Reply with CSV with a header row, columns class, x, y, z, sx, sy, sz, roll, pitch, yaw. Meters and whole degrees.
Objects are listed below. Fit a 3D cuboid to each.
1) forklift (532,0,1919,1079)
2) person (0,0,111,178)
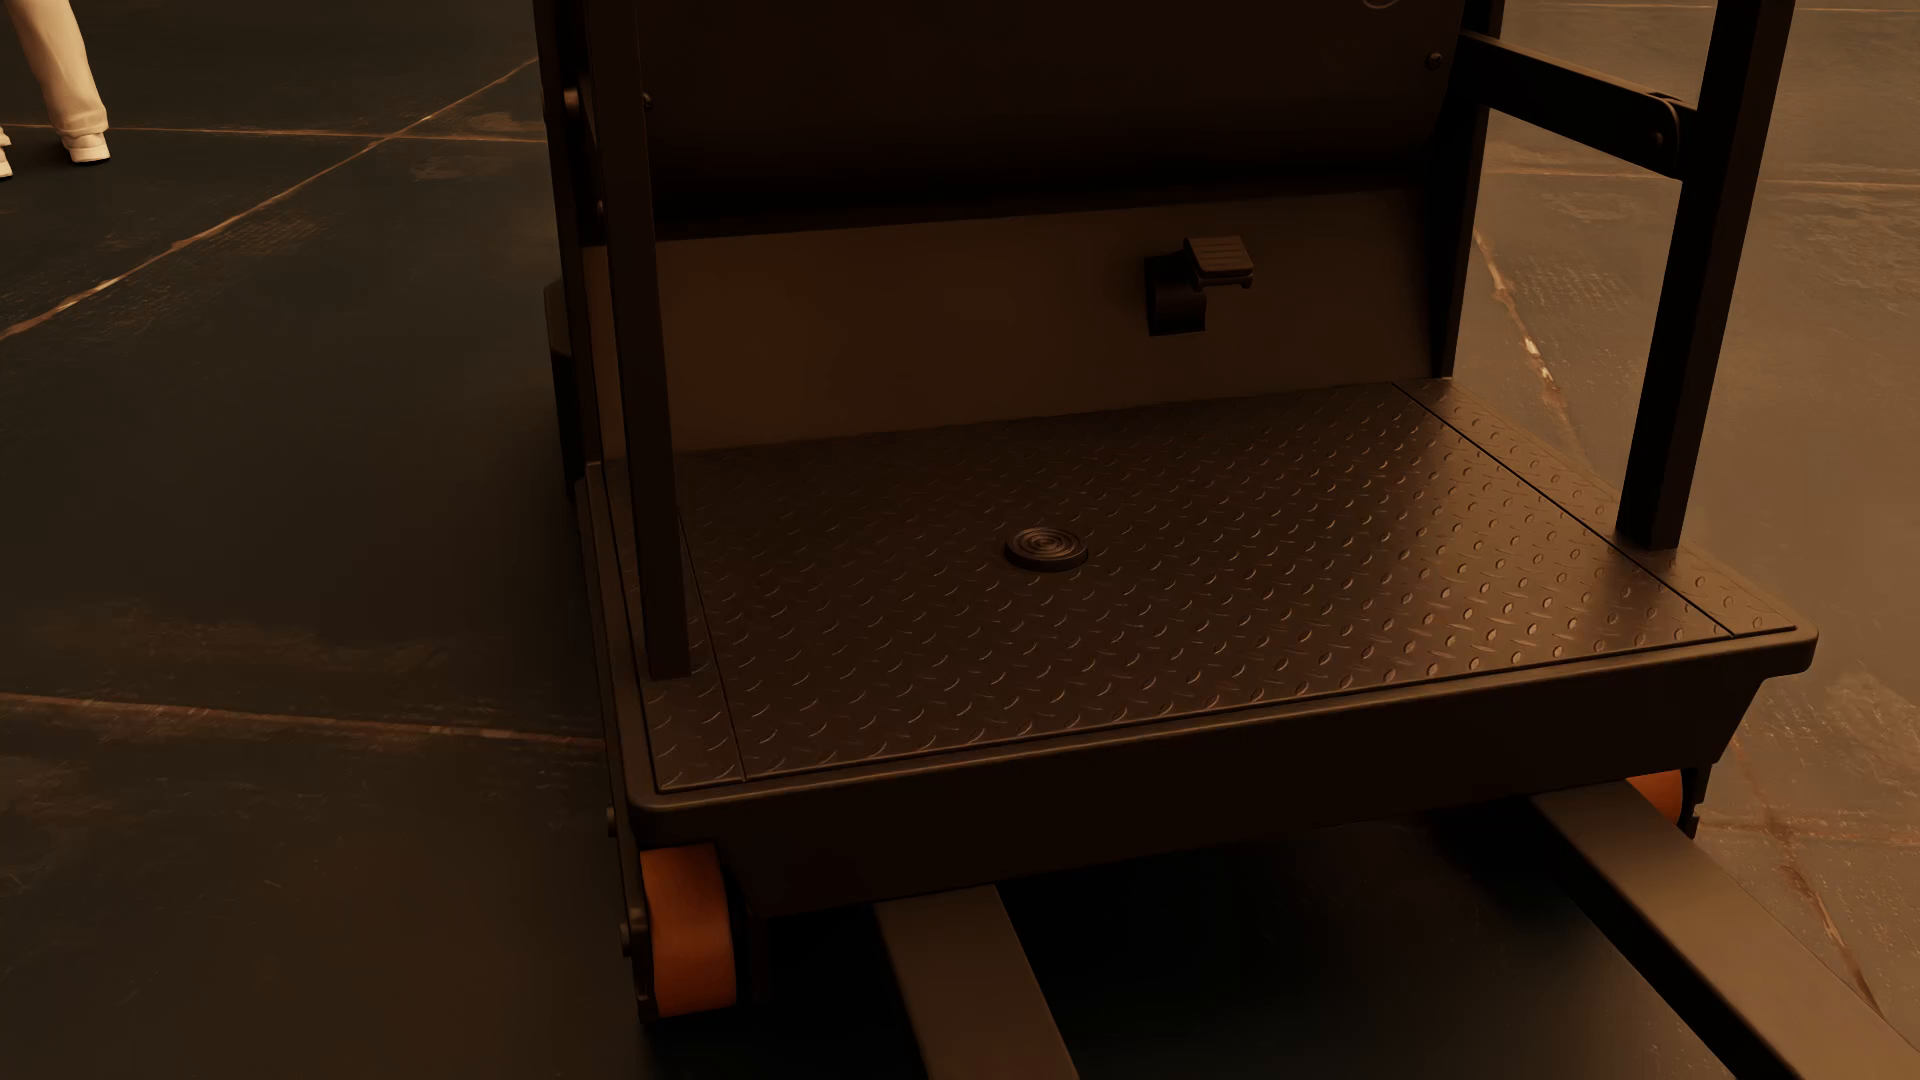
class,x,y,z,sx,sy,sz,roll,pitch,yaw
forklift,0.153,-1.049,1.319,1.130,2.935,3.031,-7,27,-13
person,-2.583,-1.816,4.155,0.434,1.772,0.642,21,33,36
